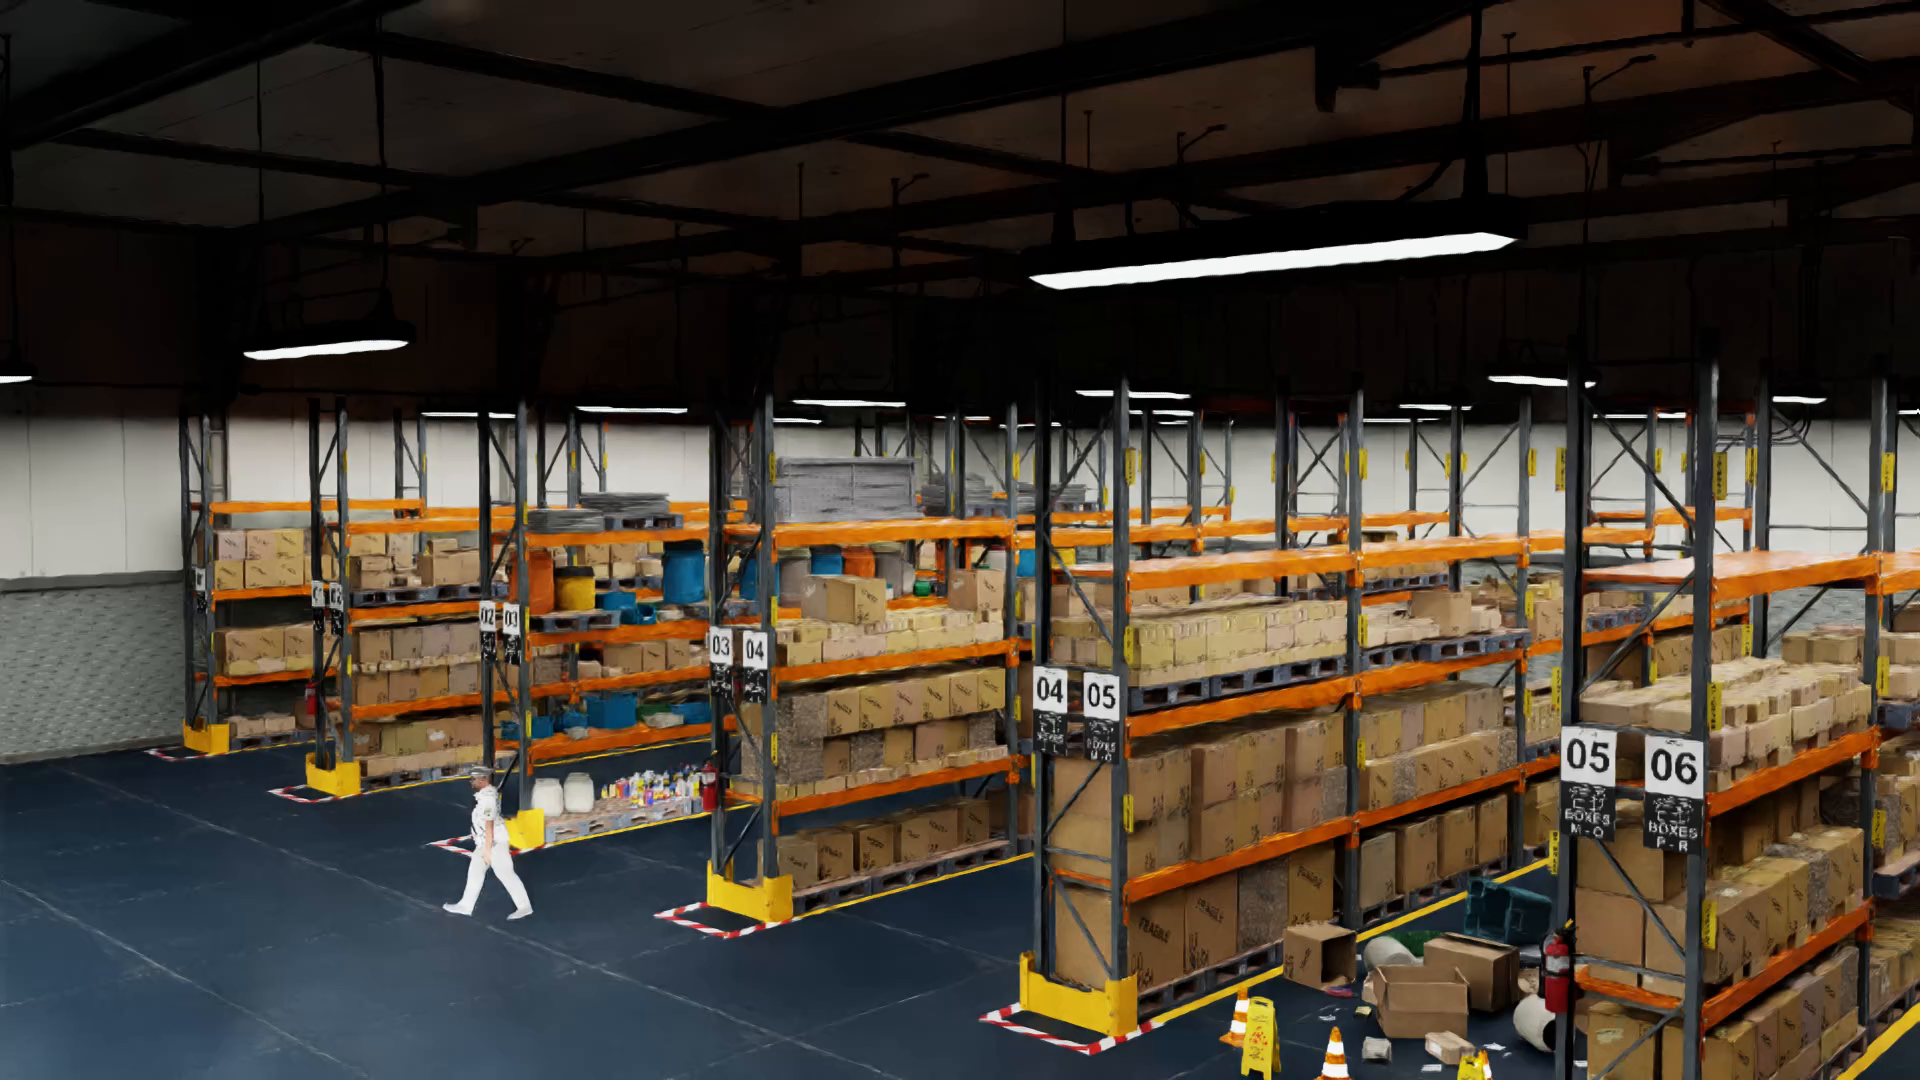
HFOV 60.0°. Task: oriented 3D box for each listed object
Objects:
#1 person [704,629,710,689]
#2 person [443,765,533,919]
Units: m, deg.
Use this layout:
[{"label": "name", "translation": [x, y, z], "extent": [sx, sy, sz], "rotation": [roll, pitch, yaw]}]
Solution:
[{"label": "person", "translation": [-5.144, 2.468, 34.629], "extent": [0.557, 1.703, 1.116], "rotation": [3, 4, 41]}, {"label": "person", "translation": [-5.237, 3.332, 18.405], "extent": [0.949, 1.710, 0.586], "rotation": [-1, 3, -18]}]
